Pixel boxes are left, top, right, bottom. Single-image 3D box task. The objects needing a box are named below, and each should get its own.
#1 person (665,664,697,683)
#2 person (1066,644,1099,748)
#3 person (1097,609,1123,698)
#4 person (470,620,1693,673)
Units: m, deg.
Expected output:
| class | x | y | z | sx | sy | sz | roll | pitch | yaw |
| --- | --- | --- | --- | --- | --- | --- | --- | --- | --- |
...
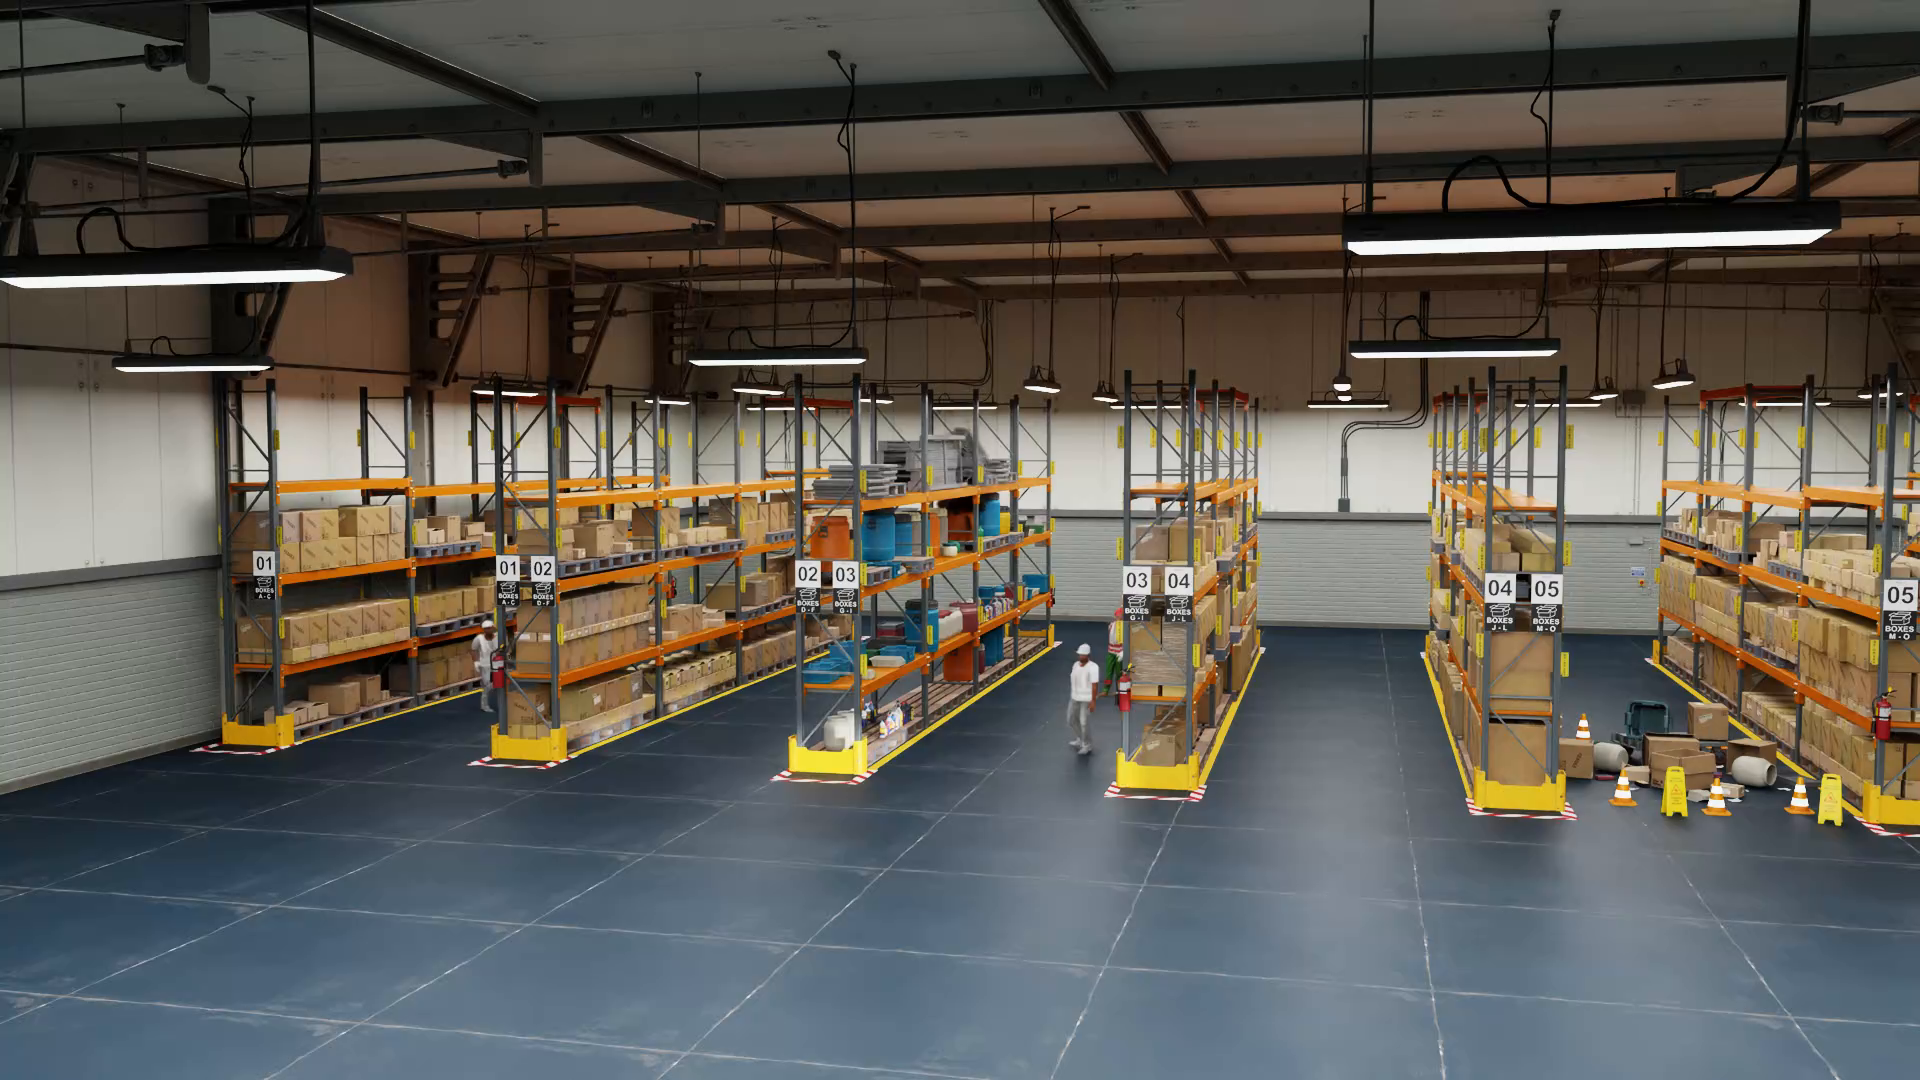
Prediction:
| class | x | y | z | sx | sy | sz | roll | pitch | yaw |
| --- | --- | --- | --- | --- | --- | --- | --- | --- | --- |
| person | 3.964 | 2.398 | 25.433 | 22.595 | 1.251 | 2.796 | 2 | 4 | 27 |
| person | 1.976 | 2.488 | 26.528 | 0.446 | 1.686 | 0.647 | -3 | 5 | -41 |
| person | 2.996 | 2.195 | 32.040 | 0.583 | 1.746 | 0.899 | 3 | 4 | 37 |
| person | 6.607 | 2.054 | 35.089 | 29.484 | 1.704 | 13.770 | -3 | 5 | -41 |
